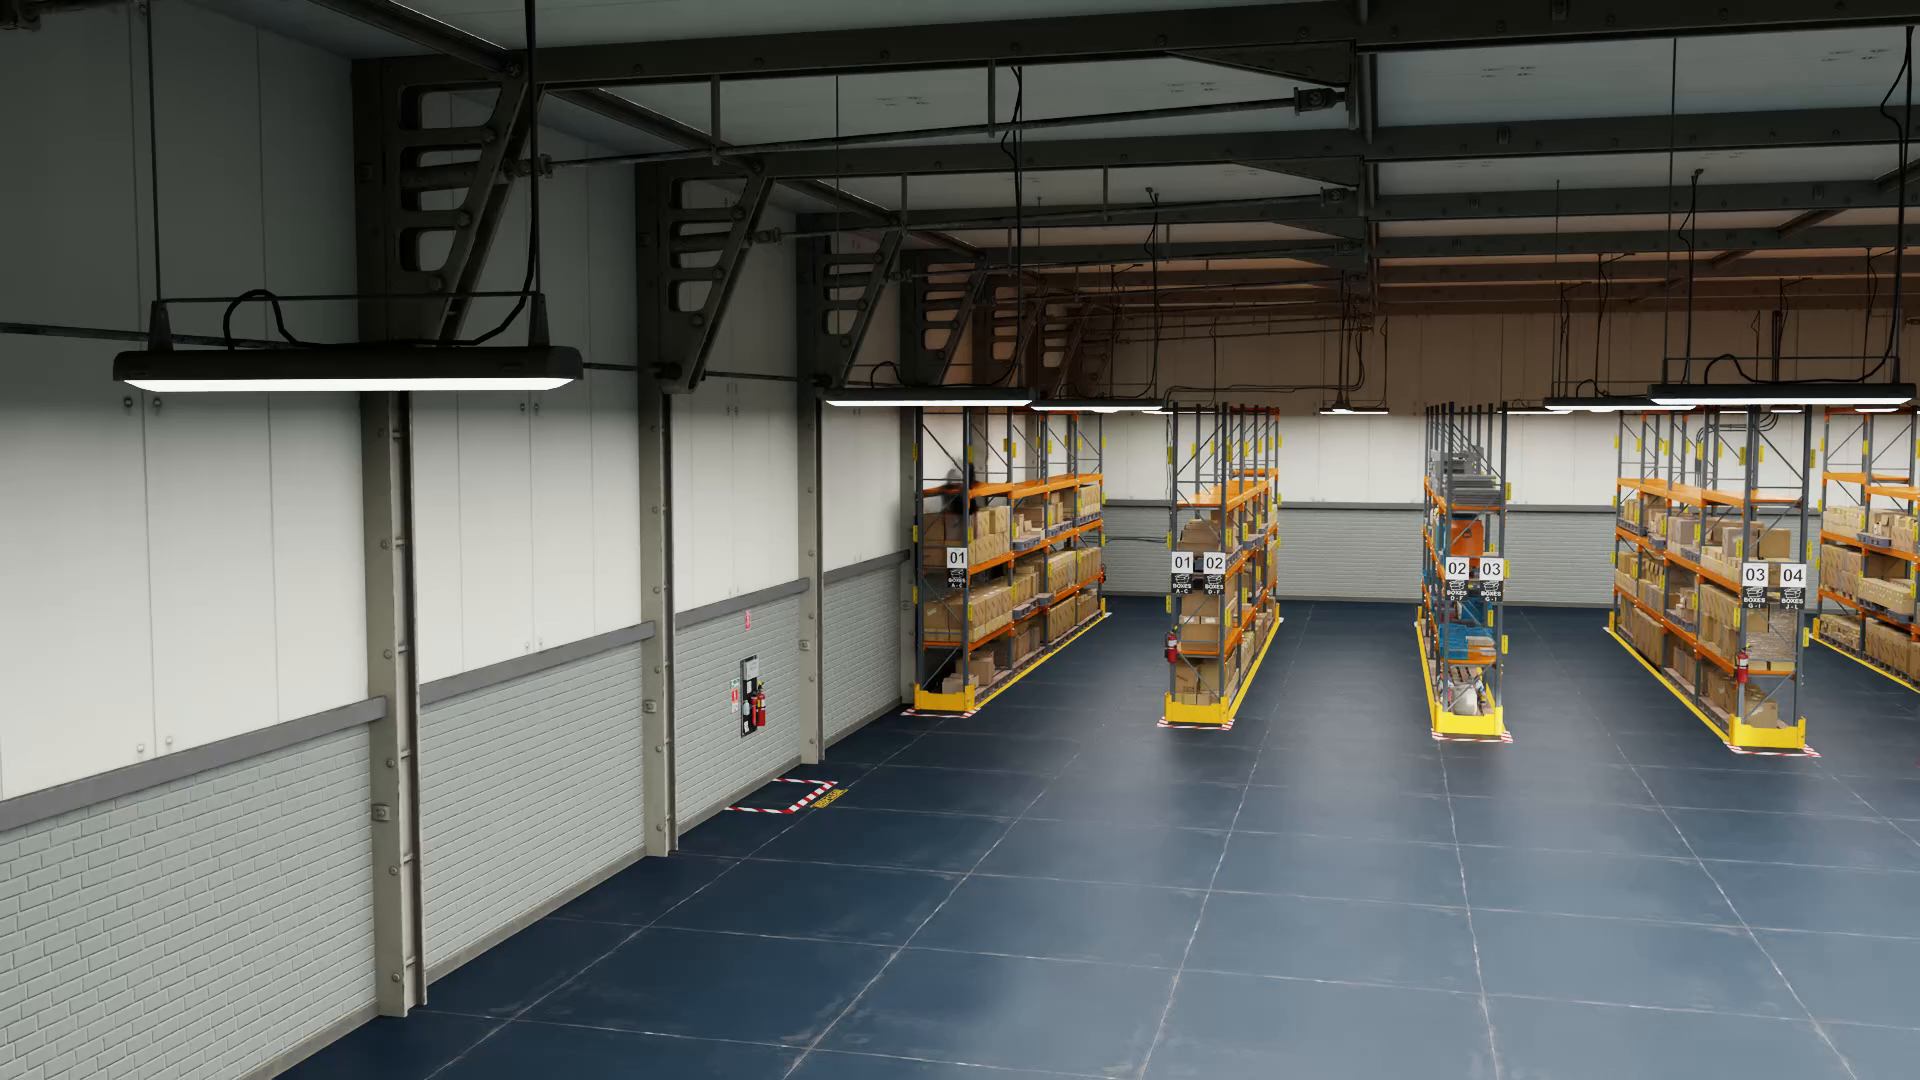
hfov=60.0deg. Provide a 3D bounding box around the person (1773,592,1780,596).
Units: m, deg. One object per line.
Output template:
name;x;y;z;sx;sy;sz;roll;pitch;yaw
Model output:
person;20.490;1.758;41.306;0.695;1.761;0.979;1;4;13
